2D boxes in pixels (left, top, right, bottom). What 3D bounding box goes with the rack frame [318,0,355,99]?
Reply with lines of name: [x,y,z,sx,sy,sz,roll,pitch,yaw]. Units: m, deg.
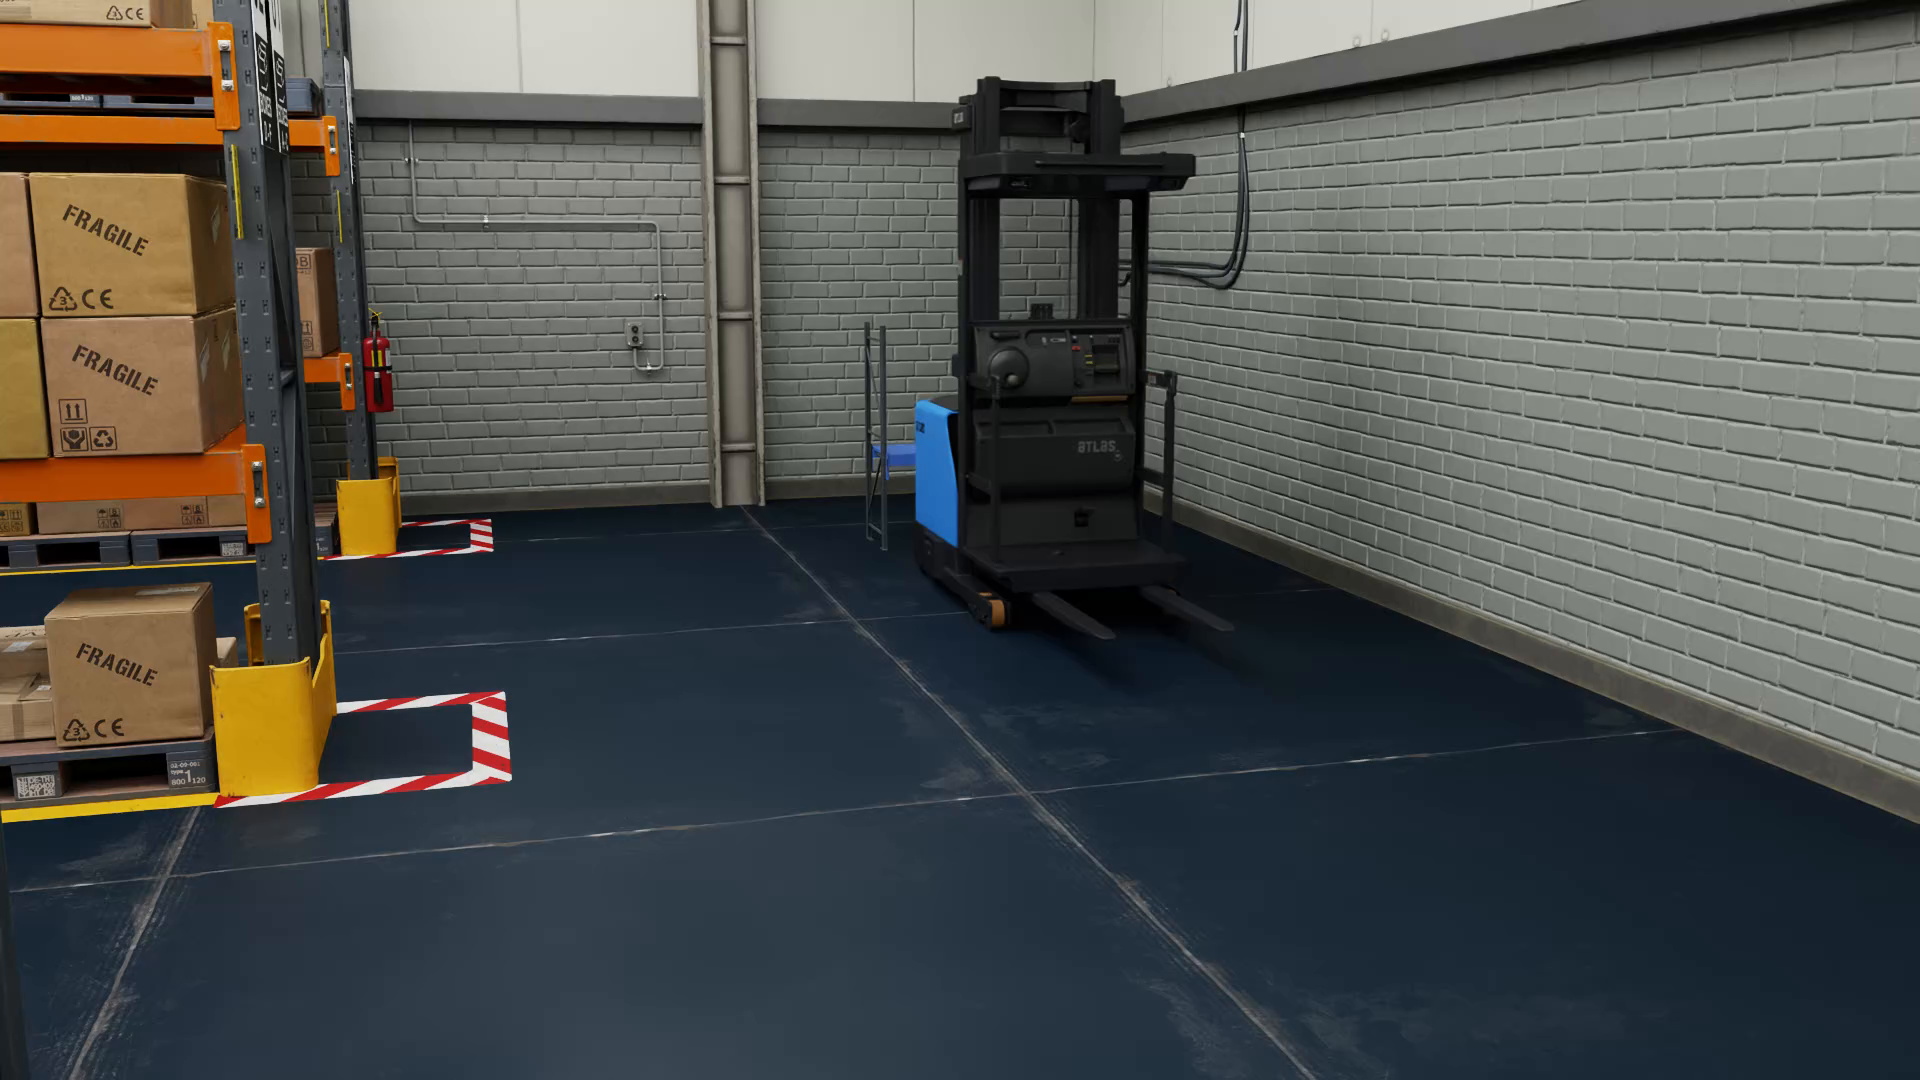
rack frame: [-4.103,-4.426,10.734,0.127,3.000,1.000,-3,11,-16]

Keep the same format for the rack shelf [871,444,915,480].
rack shelf: [-0.082,-0.556,11.420,1.000,0.185,0.538,-3,11,-16]

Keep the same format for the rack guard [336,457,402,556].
rack guard: [-4.080,-0.247,11.510,0.348,0.500,1.175,-3,11,-16]

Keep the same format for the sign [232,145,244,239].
sign: [-2.579,-1.242,5.937,0.005,0.325,0.100,-3,11,-16]

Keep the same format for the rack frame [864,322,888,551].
rack frame: [-0.570,-0.708,11.248,0.032,1.500,0.500,-3,11,-16]

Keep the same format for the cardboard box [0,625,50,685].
cardboard box: [-3.796,0.525,6.790,0.500,0.250,0.500,-3,11,-16]

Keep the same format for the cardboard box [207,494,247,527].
cardboard box: [-4.747,-0.400,11.178,0.500,0.500,0.700,-3,11,-16]

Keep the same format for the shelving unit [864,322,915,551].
shelving unit: [-0.082,-0.733,11.387,1.048,1.500,0.538,-3,11,-16]

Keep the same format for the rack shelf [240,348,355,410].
rack shelf: [-6.023,-1.021,10.792,4.000,0.370,1.077,-3,11,-16]

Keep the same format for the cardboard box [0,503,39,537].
cardboard box: [-6.220,-0.321,10.748,0.500,0.500,0.700,-3,11,-15]

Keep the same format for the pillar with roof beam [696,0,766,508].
pillar with roof beam: [-0.549,-3.965,8.227,0.400,9.000,9.100,-3,11,-16]

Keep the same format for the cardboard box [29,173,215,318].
cardboard box: [-3.065,-1.085,6.119,0.500,0.500,0.500,-3,11,-16]

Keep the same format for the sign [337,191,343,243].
sign: [-3.965,-2.066,10.634,0.005,0.325,0.100,-3,11,-16]

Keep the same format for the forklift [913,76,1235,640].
forklift: [0.591,-1.038,9.088,1.130,2.935,3.031,-3,11,-15]

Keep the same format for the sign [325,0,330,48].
sign: [-3.965,-3.252,10.416,0.005,0.325,0.100,-3,11,-16]

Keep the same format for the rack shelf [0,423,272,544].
rack shelf: [-4.635,-0.160,6.115,4.000,0.370,1.077,-3,11,-16]

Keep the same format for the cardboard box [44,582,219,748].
cardboard box: [-3.168,0.469,6.405,0.500,0.500,0.500,-3,11,-16]

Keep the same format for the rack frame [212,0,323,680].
rack frame: [-2.715,-0.615,6.600,0.127,3.000,1.000,-3,11,-16]

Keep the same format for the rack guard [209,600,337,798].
rack guard: [-2.788,0.619,6.806,0.348,0.500,1.175,-3,11,-16]

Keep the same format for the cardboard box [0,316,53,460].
cardboard box: [-3.566,-0.567,6.065,0.500,0.500,0.500,-3,11,-15]

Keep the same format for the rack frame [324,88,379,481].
rack frame: [-4.103,-1.476,11.277,0.127,3.000,1.000,-3,11,-16]

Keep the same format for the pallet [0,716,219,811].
pallet: [-3.553,0.801,6.612,1.213,0.211,1.003,-3,11,-16]

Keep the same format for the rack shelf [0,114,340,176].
rack shelf: [-6.023,-2.496,10.521,4.000,0.370,1.077,-3,11,-16]

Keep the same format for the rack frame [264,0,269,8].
rack frame: [-2.715,-3.565,6.057,0.127,3.000,1.000,-3,11,-16]

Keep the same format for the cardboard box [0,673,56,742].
cardboard box: [-3.582,0.638,6.408,0.250,0.166,0.380,-3,11,-16]

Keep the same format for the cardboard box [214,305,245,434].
cardboard box: [-3.214,-0.687,6.718,0.500,0.500,0.500,-3,11,-15]

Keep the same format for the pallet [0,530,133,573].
pallet: [-6.018,0.011,10.904,1.213,0.211,1.003,-3,11,-16]

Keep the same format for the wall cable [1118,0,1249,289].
wall cable: [1.428,-3.123,12.232,0.112,2.526,3.097,-3,11,-16]

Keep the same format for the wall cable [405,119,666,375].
wall cable: [-3.138,-2.204,12.430,1.851,1.984,0.084,-3,11,-16]

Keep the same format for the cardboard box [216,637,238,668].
cardboard box: [-3.213,0.533,7.028,0.250,0.149,0.380,-3,11,-16]

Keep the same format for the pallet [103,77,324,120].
pallet: [-4.812,-2.868,10.799,1.213,0.211,1.003,-3,11,-16]

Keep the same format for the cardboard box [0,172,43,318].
cardboard box: [-3.550,-1.059,5.979,0.500,0.500,0.500,-3,11,-14]

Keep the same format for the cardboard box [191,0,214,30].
cardboard box: [-4.729,-3.417,10.445,0.500,0.500,0.500,-3,11,-16]

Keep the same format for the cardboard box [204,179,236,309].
cardboard box: [-3.214,-1.179,6.628,0.500,0.500,0.500,-3,11,-14]

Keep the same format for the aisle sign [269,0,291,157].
aisle sign: [-2.731,-1.948,6.661,0.004,0.787,0.394,-3,11,-16]

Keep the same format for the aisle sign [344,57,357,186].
aisle sign: [-3.950,-2.706,10.778,0.004,0.787,0.394,-3,11,-16]

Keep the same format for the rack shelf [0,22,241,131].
rack shelf: [-4.635,-1.635,5.844,4.000,0.370,1.077,-3,11,-16]

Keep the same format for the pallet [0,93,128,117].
pallet: [-5.986,-2.805,10.460,1.213,0.211,1.003,-3,11,-16]

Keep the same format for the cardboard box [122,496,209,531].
cardboard box: [-5.227,-0.375,11.041,0.500,0.500,0.700,-3,11,-16]

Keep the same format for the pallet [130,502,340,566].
pallet: [-4.849,-0.050,11.236,1.213,0.211,1.003,-3,11,-16]

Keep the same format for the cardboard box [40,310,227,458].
cardboard box: [-3.069,-0.594,6.211,0.500,0.500,0.500,-3,11,-14]

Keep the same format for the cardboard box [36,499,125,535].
cardboard box: [-5.710,-0.349,10.902,0.500,0.500,0.700,-3,11,-18]

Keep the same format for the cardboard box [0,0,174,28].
cardboard box: [-3.134,-1.944,5.952,0.500,0.250,0.500,-3,11,-16]

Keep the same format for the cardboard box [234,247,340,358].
cardboard box: [-4.590,-1.596,11.100,0.700,0.700,0.980,-3,11,-13]

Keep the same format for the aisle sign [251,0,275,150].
aisle sign: [-2.564,-1.843,6.094,0.004,0.787,0.394,-3,11,-16]

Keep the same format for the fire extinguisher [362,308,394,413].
fire extinguisher: [-3.829,-1.182,10.923,0.183,0.674,0.296,-3,11,-16]

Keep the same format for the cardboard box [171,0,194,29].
cardboard box: [-3.279,-2.034,6.441,0.500,0.250,0.500,-3,11,-16]
